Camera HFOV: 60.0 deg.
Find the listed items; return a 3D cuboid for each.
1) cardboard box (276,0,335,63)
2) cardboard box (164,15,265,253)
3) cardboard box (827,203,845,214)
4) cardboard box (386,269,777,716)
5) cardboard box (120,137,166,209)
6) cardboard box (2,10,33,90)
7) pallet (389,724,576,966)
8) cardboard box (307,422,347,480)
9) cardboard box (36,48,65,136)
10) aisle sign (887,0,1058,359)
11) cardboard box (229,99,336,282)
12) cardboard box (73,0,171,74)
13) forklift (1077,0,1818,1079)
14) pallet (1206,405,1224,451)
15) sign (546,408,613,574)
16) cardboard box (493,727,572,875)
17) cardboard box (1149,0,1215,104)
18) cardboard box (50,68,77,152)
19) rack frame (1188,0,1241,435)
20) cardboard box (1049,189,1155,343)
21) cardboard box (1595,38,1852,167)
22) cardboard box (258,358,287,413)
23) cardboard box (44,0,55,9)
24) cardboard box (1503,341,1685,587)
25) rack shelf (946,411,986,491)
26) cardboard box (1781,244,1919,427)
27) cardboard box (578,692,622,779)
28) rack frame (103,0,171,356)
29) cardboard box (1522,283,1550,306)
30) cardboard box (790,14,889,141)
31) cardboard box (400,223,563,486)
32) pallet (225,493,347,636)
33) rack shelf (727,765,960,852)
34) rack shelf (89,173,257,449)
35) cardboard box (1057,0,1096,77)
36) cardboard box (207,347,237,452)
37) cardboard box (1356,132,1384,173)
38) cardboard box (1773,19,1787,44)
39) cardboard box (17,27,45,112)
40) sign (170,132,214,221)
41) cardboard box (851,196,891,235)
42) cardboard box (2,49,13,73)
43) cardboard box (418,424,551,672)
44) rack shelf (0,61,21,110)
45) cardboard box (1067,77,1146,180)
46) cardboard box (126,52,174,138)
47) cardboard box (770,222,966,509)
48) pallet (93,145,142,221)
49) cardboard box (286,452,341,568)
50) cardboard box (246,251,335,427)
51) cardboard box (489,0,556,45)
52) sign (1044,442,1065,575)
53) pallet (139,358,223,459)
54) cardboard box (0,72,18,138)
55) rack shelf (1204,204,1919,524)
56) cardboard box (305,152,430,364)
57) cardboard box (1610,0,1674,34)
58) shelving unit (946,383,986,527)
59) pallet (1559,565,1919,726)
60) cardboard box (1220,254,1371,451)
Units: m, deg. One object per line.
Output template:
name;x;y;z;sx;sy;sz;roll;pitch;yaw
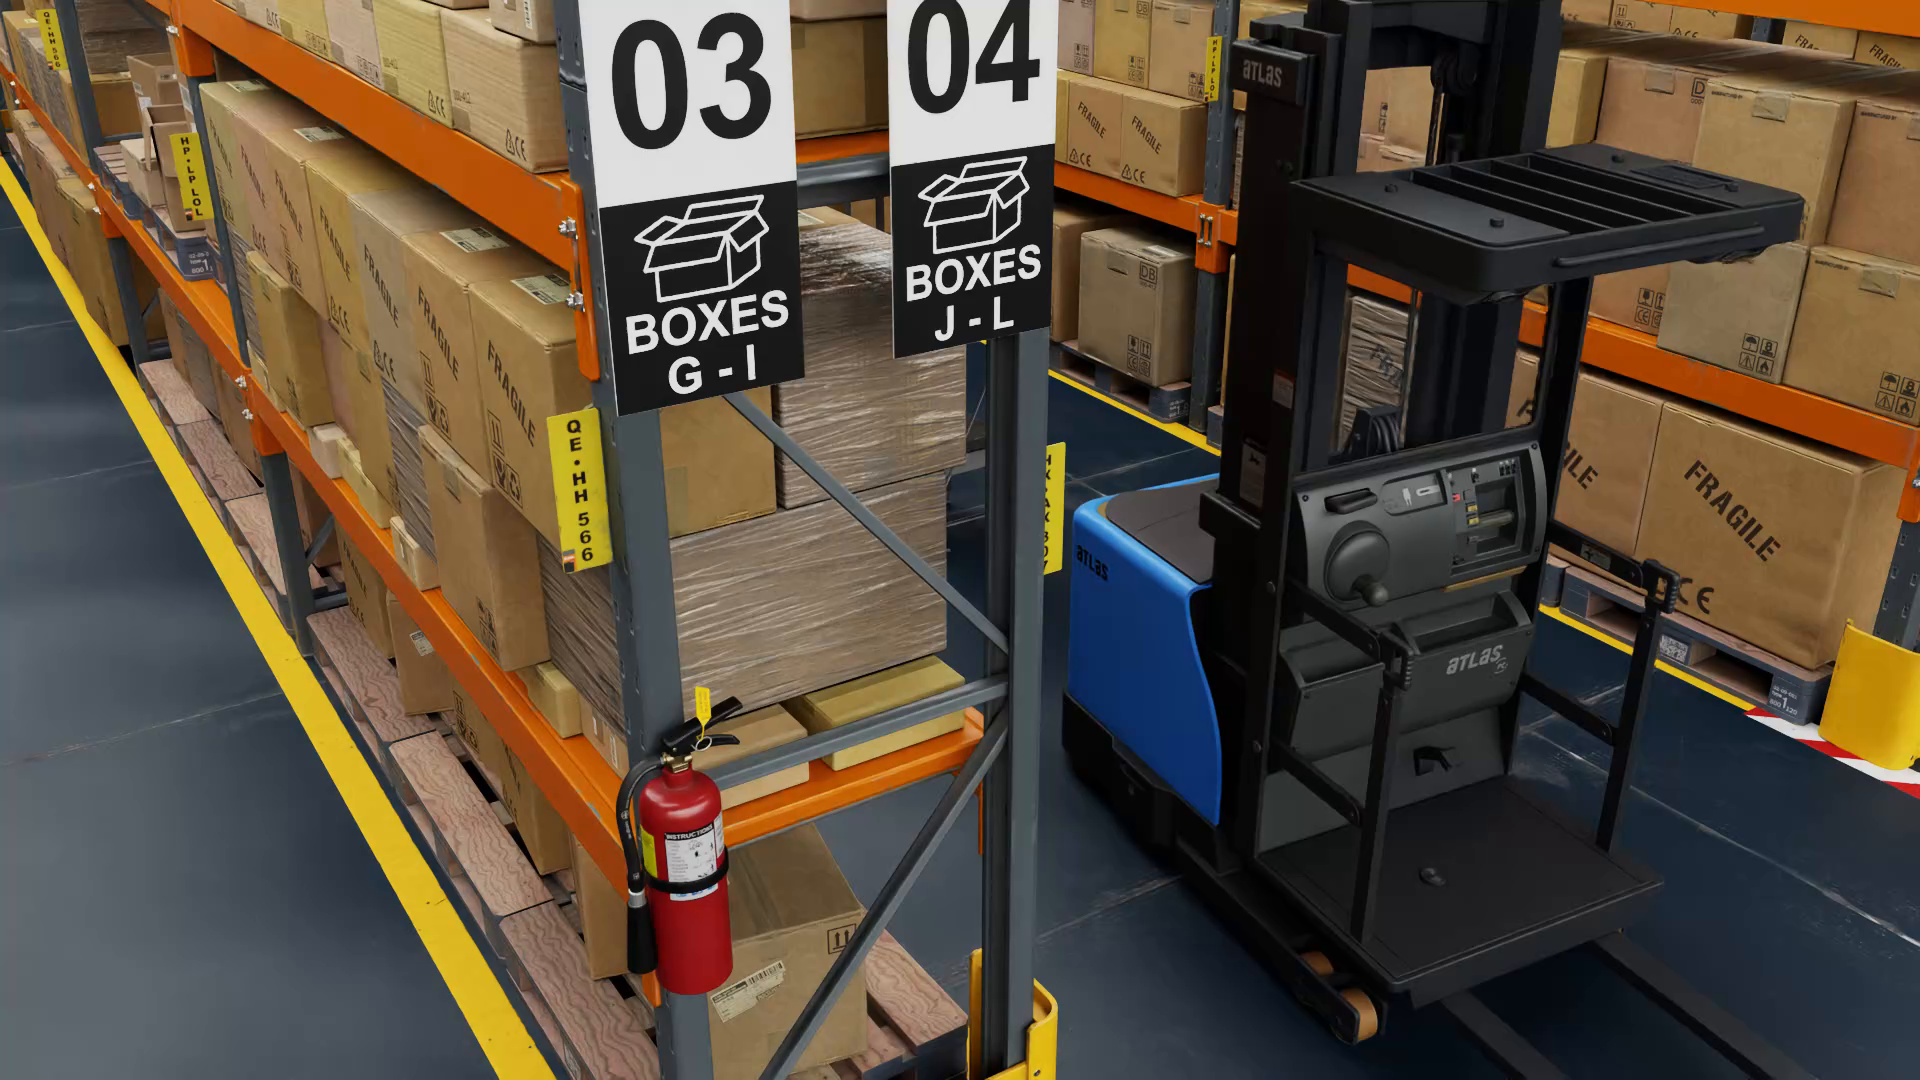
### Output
cardboard box;-1.558;-1.492;4.559;0.500;0.250;0.500;-16;30;-30
cardboard box;-2.756;-1.757;7.264;1.000;1.000;1.000;-15;29;-29
cardboard box;-0.990;-2.763;13.026;0.500;0.500;0.500;-16;29;-30
cardboard box;-1.309;0.009;5.117;1.144;2.239;2.984;-6;26;-13
cardboard box;-3.901;-1.879;8.400;0.500;0.250;0.500;-16;30;-31
cardboard box;-6.765;-3.663;12.378;0.500;0.500;0.500;-15;29;-29
pallet;-1.373;0.951;5.989;1.003;0.211;1.213;-16;29;-30
cardboard box;-2.042;-0.357;5.786;0.380;0.149;0.250;-16;29;-30
cardboard box;-5.653;-2.938;10.844;0.500;0.500;0.500;-17;30;-31
aisle sign;0.030;-0.772;3.326;0.394;0.787;0.004;-16;29;-30
cardboard box;-2.132;-1.212;5.667;0.500;0.500;0.500;-16;29;-30
cardboard box;-5.008;-3.174;10.167;0.797;0.503;0.637;-14;29;-28
forklift;1.500;-0.020;4.860;1.121;2.935;3.031;-12;28;-24
pallet;2.121;-0.548;9.163;1.003;0.211;1.213;-16;29;-30
sign;-0.732;-0.093;3.206;0.100;0.325;0.005;-16;29;-30
cardboard box;-1.263;0.731;5.625;0.500;0.500;0.500;-13;28;-25
cardboard box;1.496;-2.772;9.321;0.700;0.500;0.500;-16;30;-30
cardboard box;-5.158;-2.815;10.582;1.016;0.500;0.509;-16;30;-31
rack frame;1.772;-2.099;9.182;1.000;3.000;0.127;-16;29;-30
cardboard box;0.834;-1.818;10.731;1.050;0.750;0.750;-16;29;-30
cardboard box;3.216;-1.773;7.052;0.875;0.550;0.550;-16;29;-30
cardboard box;-2.448;-0.626;6.357;0.380;0.149;0.250;-16;29;-30
cardboard box;-5.733;-3.646;11.167;0.797;0.503;0.637;-14;29;-28
cardboard box;3.048;-0.439;7.662;0.875;0.875;0.875;-16;30;-30
rack shelf;-0.090;-0.363;8.232;0.431;0.518;0.480;-16;29;-30
cardboard box;3.715;-0.858;6.378;0.875;0.550;0.550;-16;29;-30
cardboard box;-0.720;0.422;4.137;0.380;0.149;0.250;-16;29;-30
rack frame;-4.620;-2.411;9.842;0.949;2.616;0.053;-16;29;-30
cardboard box;2.872;-1.459;7.652;0.875;0.550;0.500;-16;29;-30
cardboard box;-0.302;-1.070;3.664;0.500;0.250;0.500;-15;29;-28
cardboard box;-1.041;-0.497;4.152;0.500;0.500;0.500;-16;29;-30
pallet;-2.865;0.004;7.995;1.003;0.211;1.213;-16;29;-30
rack shelf;-1.347;-0.003;5.418;0.831;0.071;3.687;-16;29;-30
rack shelf;-3.531;-1.369;8.479;1.077;0.370;4.000;-16;29;-30
cardboard box;0.938;-3.137;10.092;0.700;0.500;0.500;-15;29;-29
cardboard box;-3.612;-0.847;8.943;0.700;0.500;0.500;-13;28;-25
cardboard box;2.302;-1.846;8.471;0.875;0.550;0.550;-16;29;-30
cardboard box;5.848;-3.893;12.025;0.500;0.500;0.500;-15;29;-28
cardboard box;-6.217;-3.304;11.618;0.500;0.500;0.500;-16;30;-31
sign;-2.902;-1.372;6.286;0.100;0.325;0.005;-16;29;-30
cardboard box;-0.155;-2.463;12.098;1.050;0.750;0.750;-16;30;-30
cardboard box;-7.247;-3.760;12.994;0.380;0.149;0.250;-15;29;-29
cardboard box;-0.906;-0.082;4.445;0.875;0.500;0.500;-16;29;-30
rack shelf;-7.898;-4.230;14.540;1.077;0.370;4.000;-16;29;-30
cardboard box;0.987;-2.449;9.807;0.500;0.500;0.500;-16;30;-30
cardboard box;-4.295;-2.461;9.340;0.500;0.500;0.500;-20;32;-36
cardboard box;-0.328;-0.440;4.032;0.500;0.500;0.500;-16;29;-30
pallet;-4.145;-2.093;9.394;1.213;0.211;1.003;-16;29;-30
cardboard box;-2.756;-0.272;7.726;0.700;0.500;0.500;-18;31;-33
cardboard box;-2.002;-0.796;5.958;0.875;0.500;0.500;-16;29;-30
cardboard box;-0.669;-1.044;3.142;0.380;0.149;0.250;-16;29;-30
sign;0.199;-0.066;3.863;0.100;0.325;0.005;-16;29;-30
pallet;-4.197;-0.869;9.843;1.003;0.211;1.213;-16;29;-30
cardboard box;-8.574;-4.290;15.821;0.875;0.875;0.875;-16;29;-30
rack shelf;2.863;-1.058;7.820;1.077;0.370;4.000;-16;29;-30
cardboard box;-1.578;-0.857;4.915;0.500;0.500;0.500;-16;29;-30
cardboard box;5.148;-3.947;12.140;0.500;0.500;0.500;-15;29;-29
shelving unit;4.739;-3.818;10.194;12.070;5.092;0.667;-16;29;-30
pallet;3.453;0.325;7.314;1.003;0.211;1.213;-16;29;-30
cardboard box;2.056;-1.087;9.035;0.875;0.875;0.875;-15;29;-29
